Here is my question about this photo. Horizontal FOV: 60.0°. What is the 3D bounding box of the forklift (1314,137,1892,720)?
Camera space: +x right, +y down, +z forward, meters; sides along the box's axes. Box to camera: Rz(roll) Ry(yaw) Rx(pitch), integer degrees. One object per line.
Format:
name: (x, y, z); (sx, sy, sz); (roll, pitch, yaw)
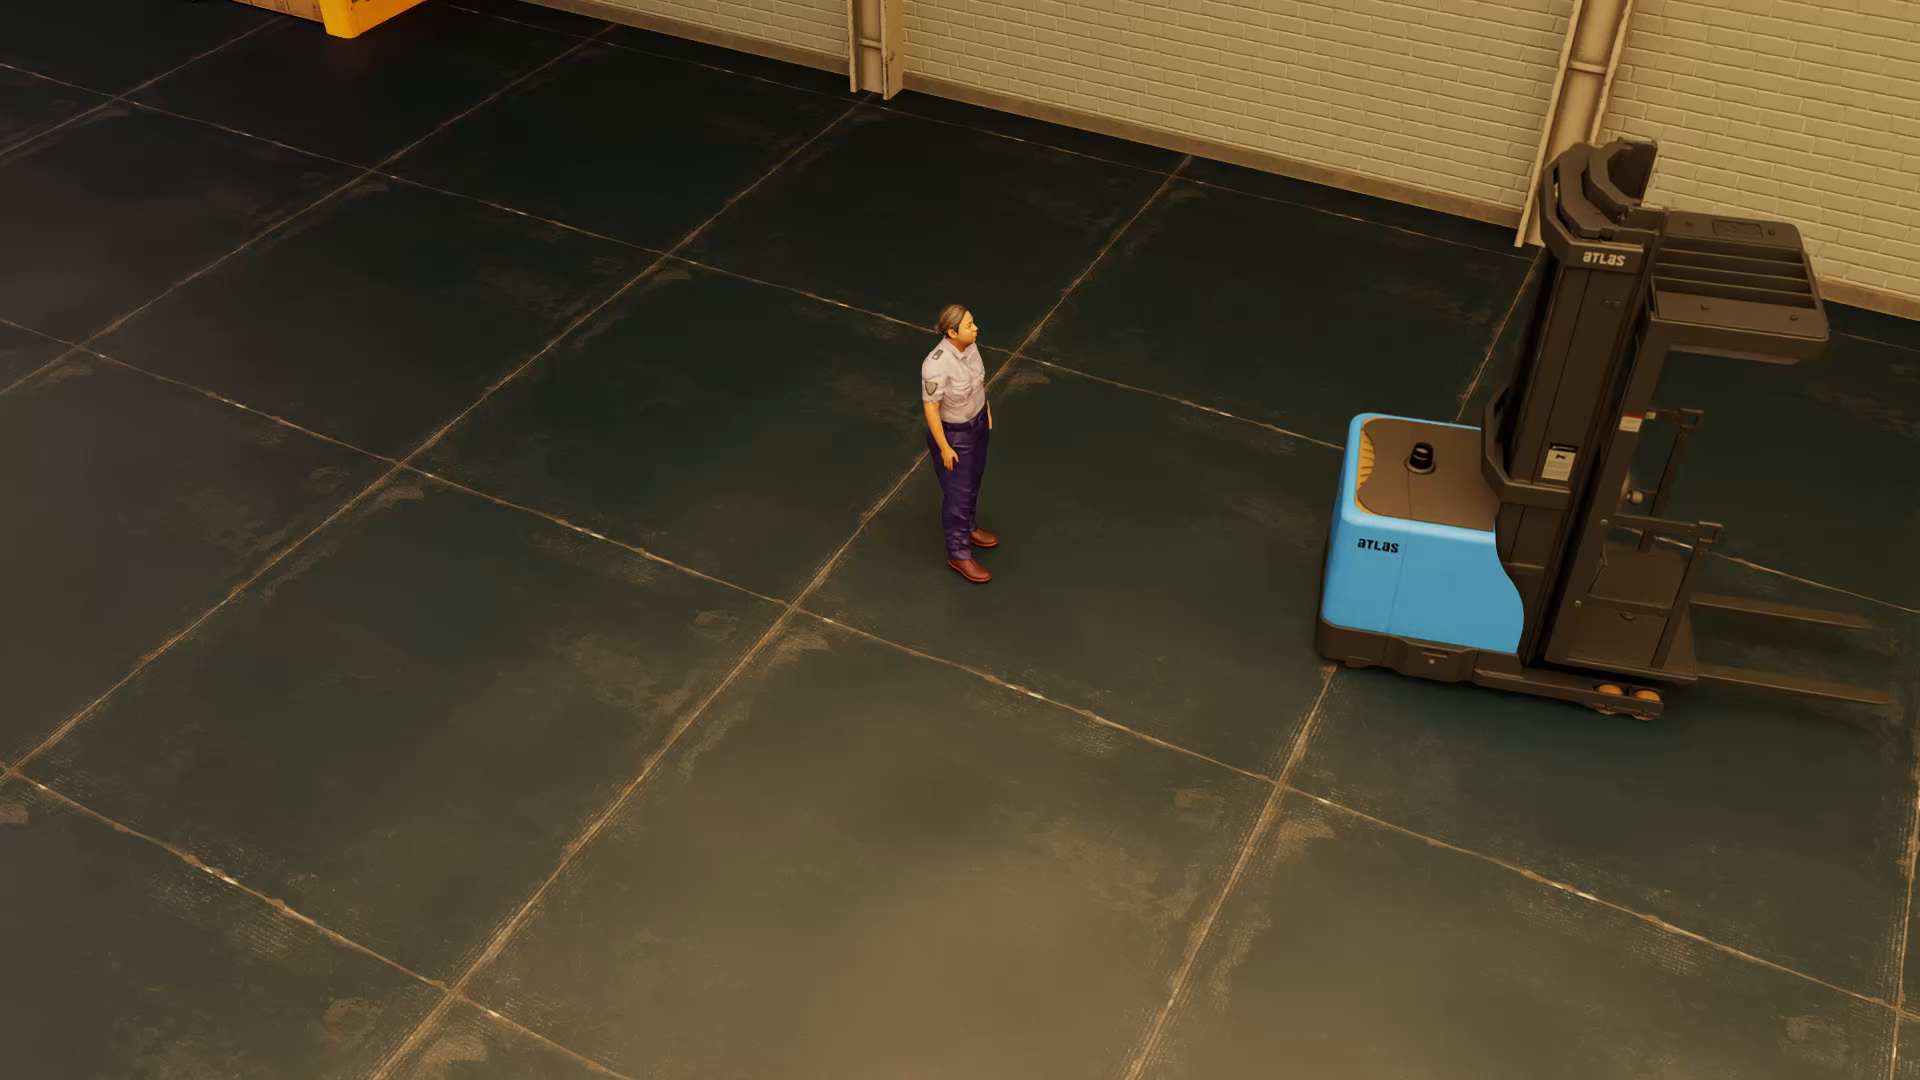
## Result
forklift: (3.583, -0.515, 8.597); (3.031, 2.935, 1.130); (9, 41, 10)

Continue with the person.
person: (0.069, -0.597, 9.679); (0.503, 1.651, 0.598); (18, 43, 21)
